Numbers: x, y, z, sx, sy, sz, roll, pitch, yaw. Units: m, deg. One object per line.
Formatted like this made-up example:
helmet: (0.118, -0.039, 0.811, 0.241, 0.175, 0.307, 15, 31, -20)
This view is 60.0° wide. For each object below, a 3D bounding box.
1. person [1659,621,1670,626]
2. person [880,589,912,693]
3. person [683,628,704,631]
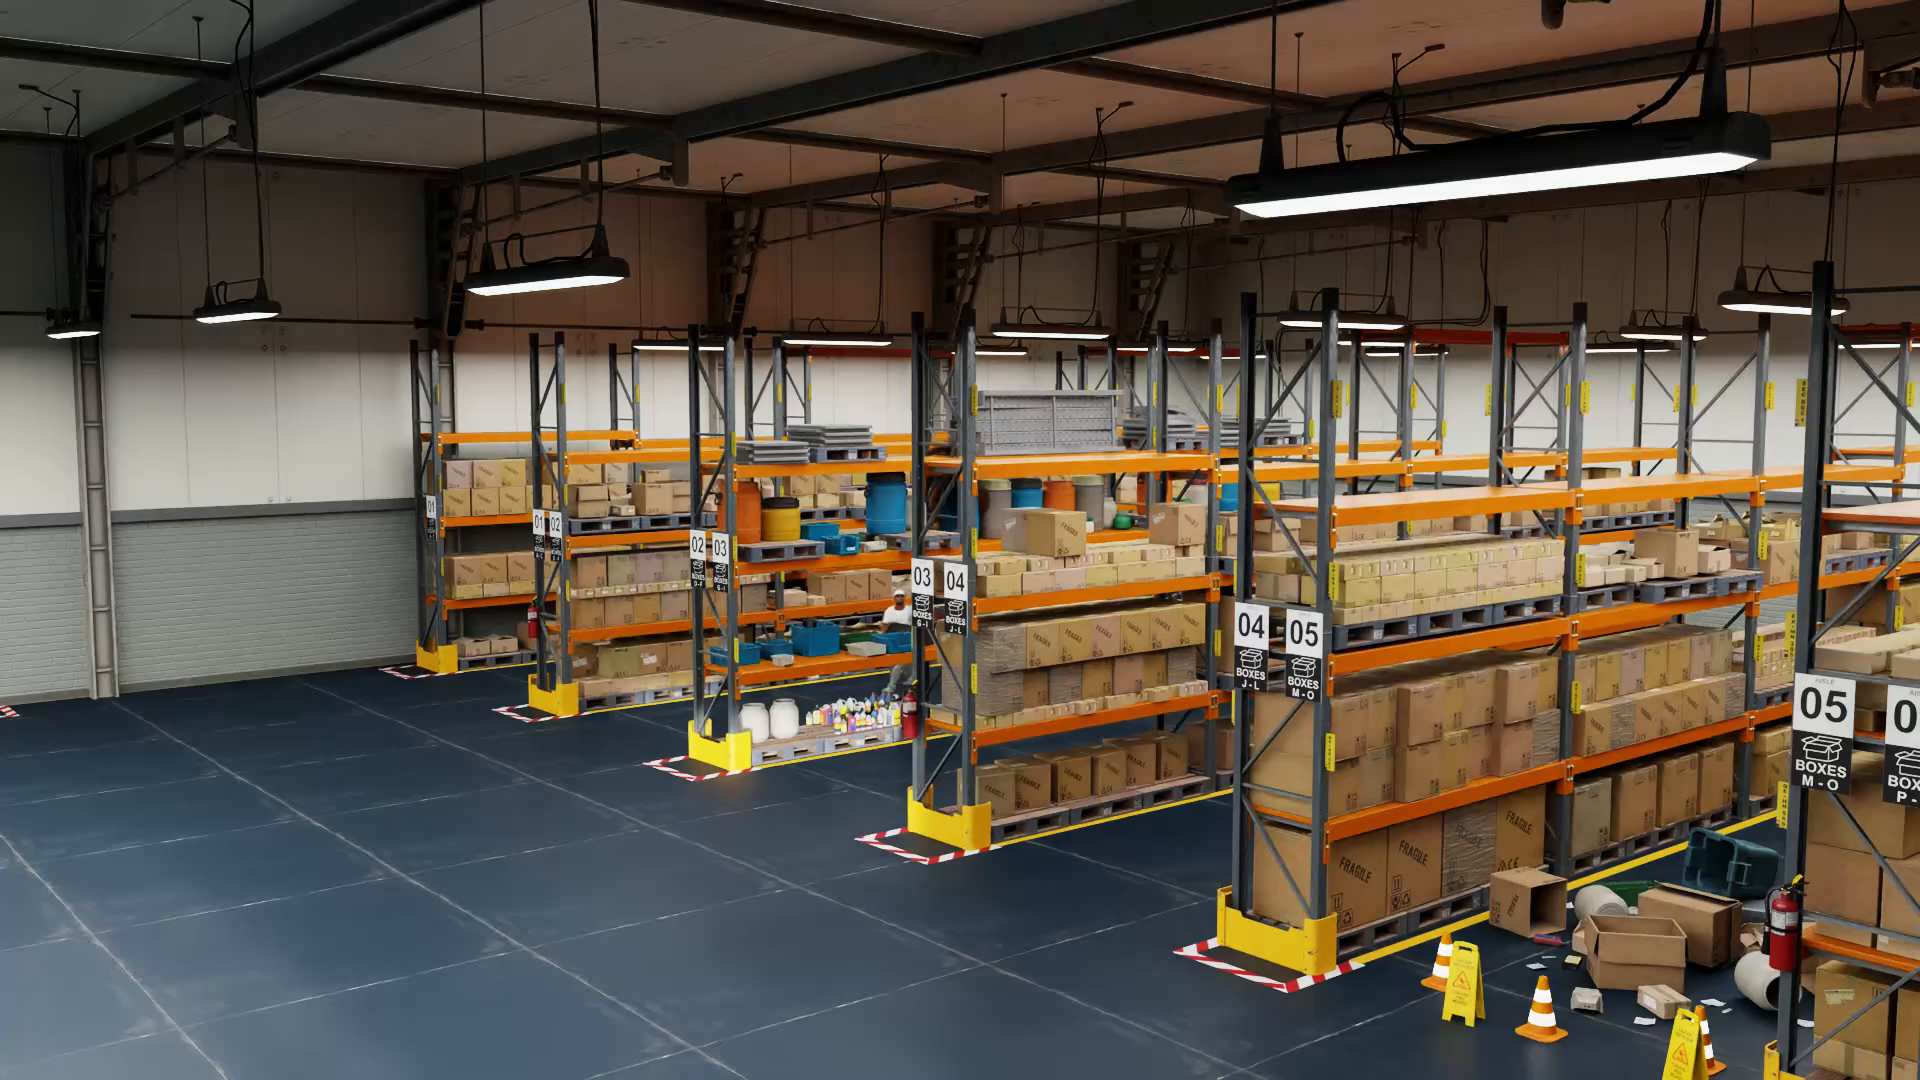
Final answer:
person: (10.644, 2.037, 25.110, 1.064, 1.621, 0.419, -5, 7, -43)
person: (-1.068, 1.692, 28.065, 0.514, 1.712, 1.052, 5, 7, 42)
person: (-4.819, 1.514, 30.039, 0.636, 1.768, 0.455, -1, 5, -7)
